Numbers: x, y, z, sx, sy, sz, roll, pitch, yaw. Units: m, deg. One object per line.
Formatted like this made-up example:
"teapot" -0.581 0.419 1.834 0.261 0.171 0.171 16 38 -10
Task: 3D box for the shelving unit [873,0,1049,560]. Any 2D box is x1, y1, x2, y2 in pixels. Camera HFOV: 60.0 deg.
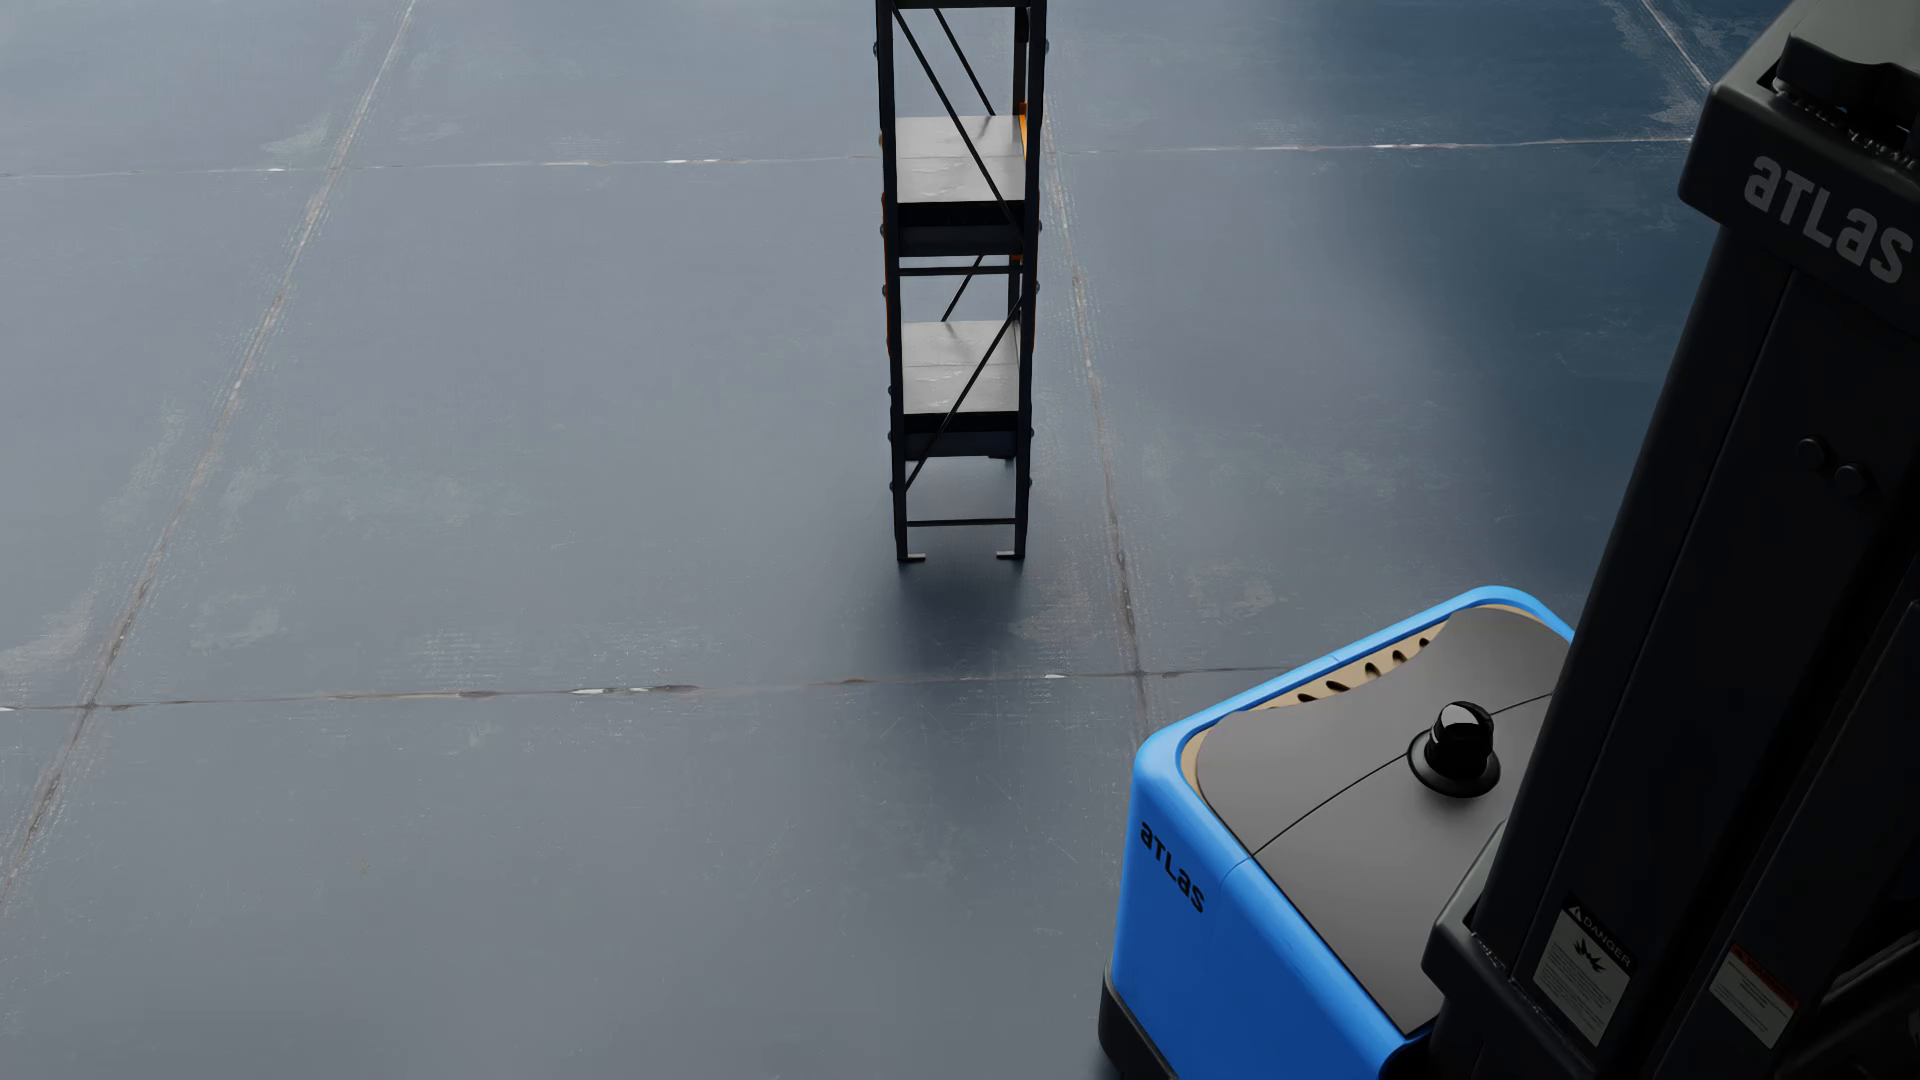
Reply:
"shelving unit" -0.007 -0.886 4.662 0.431 2.100 0.503 -2 43 -2

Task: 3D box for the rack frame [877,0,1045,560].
"rack frame" 0.003 -0.721 4.483 0.400 2.100 0.015 -2 43 -2

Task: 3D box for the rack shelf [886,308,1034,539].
"rack shelf" -0.007 -0.360 5.145 0.431 0.518 0.480 -2 43 -2

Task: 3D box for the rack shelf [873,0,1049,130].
"rack shelf" -0.007 -1.392 4.199 0.431 0.518 0.480 -2 43 -2

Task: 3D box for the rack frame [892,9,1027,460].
"rack frame" -0.017 -1.050 4.842 0.400 2.100 0.015 -2 43 -2

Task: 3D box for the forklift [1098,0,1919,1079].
"forklift" 1.483 0.814 2.192 1.130 2.935 3.031 -21 46 -21

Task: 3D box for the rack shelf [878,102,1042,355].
"rack shelf" -0.007 -0.876 4.672 0.431 0.518 0.480 -2 43 -2
